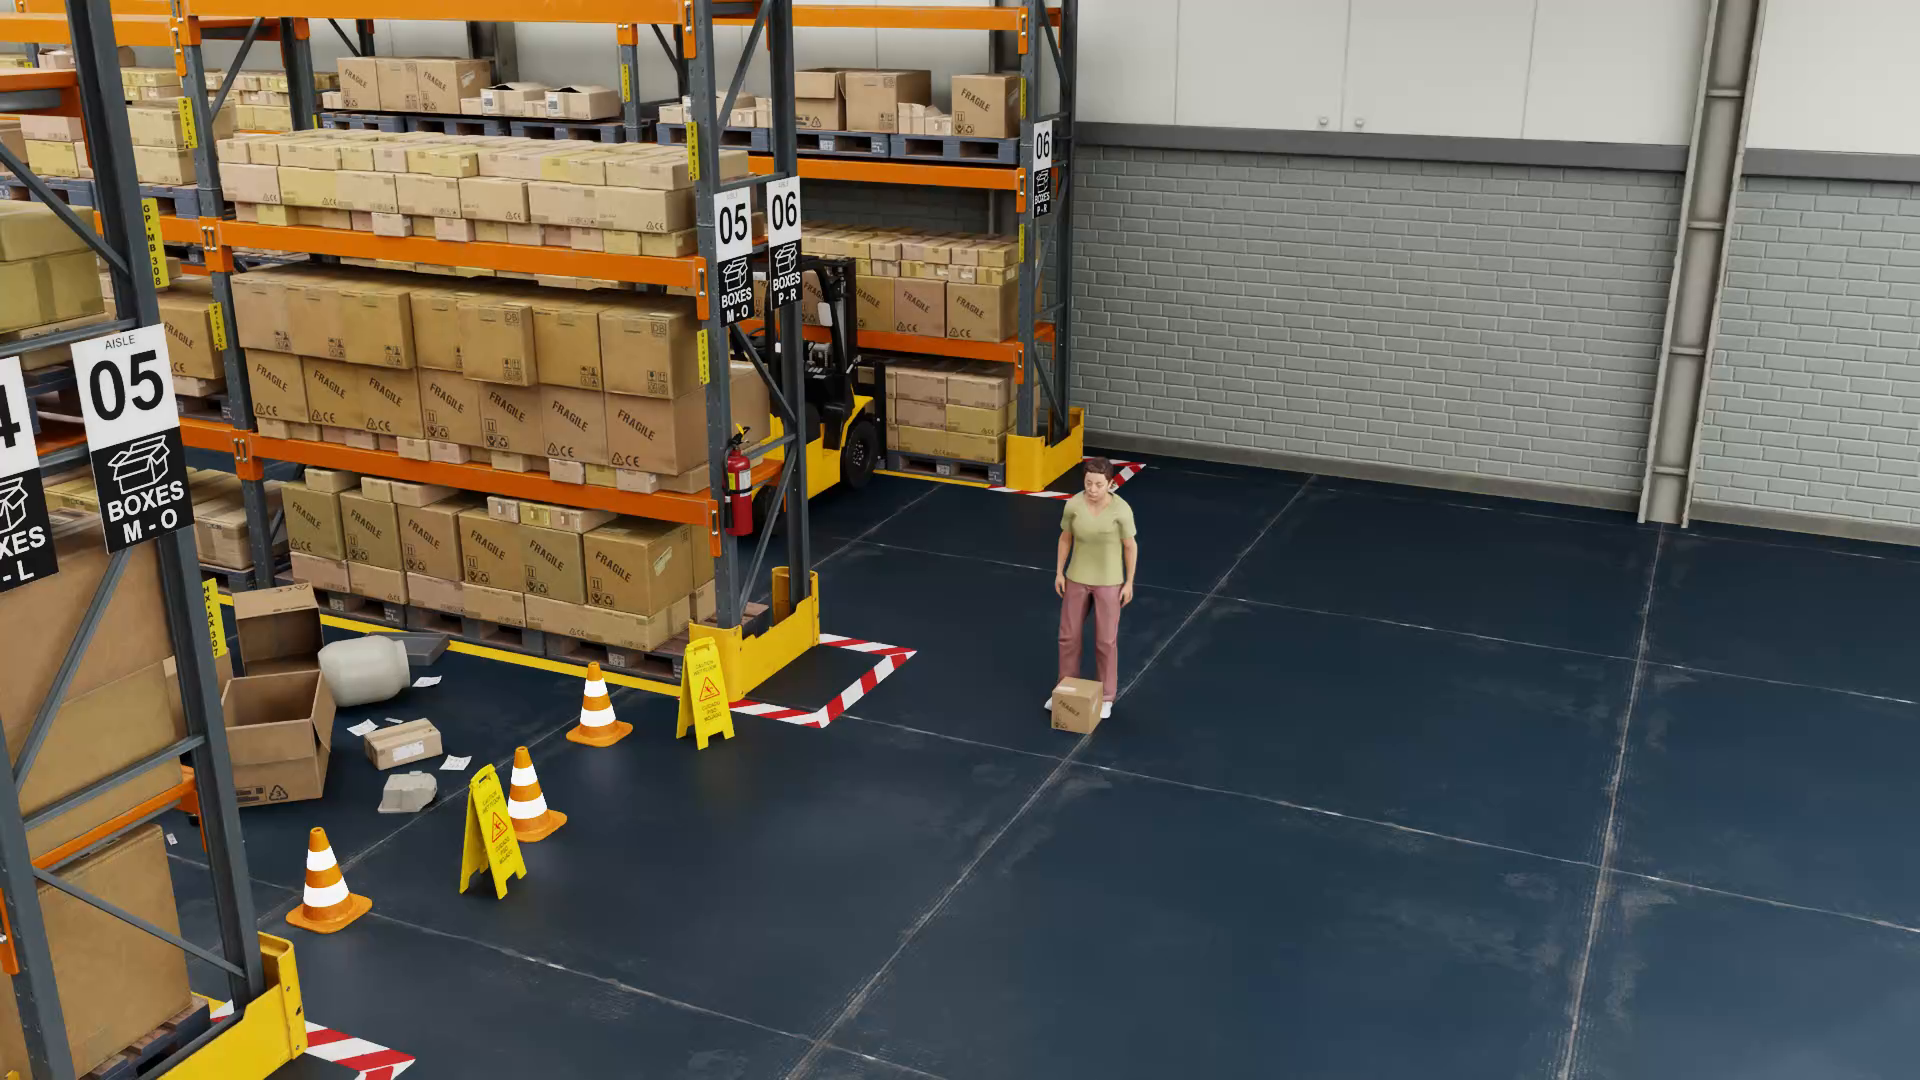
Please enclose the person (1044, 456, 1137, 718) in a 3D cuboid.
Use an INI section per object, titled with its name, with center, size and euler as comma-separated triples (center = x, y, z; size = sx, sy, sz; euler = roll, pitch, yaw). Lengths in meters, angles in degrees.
[person]
center = 0.822, 0.275, 10.276
size = 0.515, 1.671, 0.357
euler = 7, 20, 20
